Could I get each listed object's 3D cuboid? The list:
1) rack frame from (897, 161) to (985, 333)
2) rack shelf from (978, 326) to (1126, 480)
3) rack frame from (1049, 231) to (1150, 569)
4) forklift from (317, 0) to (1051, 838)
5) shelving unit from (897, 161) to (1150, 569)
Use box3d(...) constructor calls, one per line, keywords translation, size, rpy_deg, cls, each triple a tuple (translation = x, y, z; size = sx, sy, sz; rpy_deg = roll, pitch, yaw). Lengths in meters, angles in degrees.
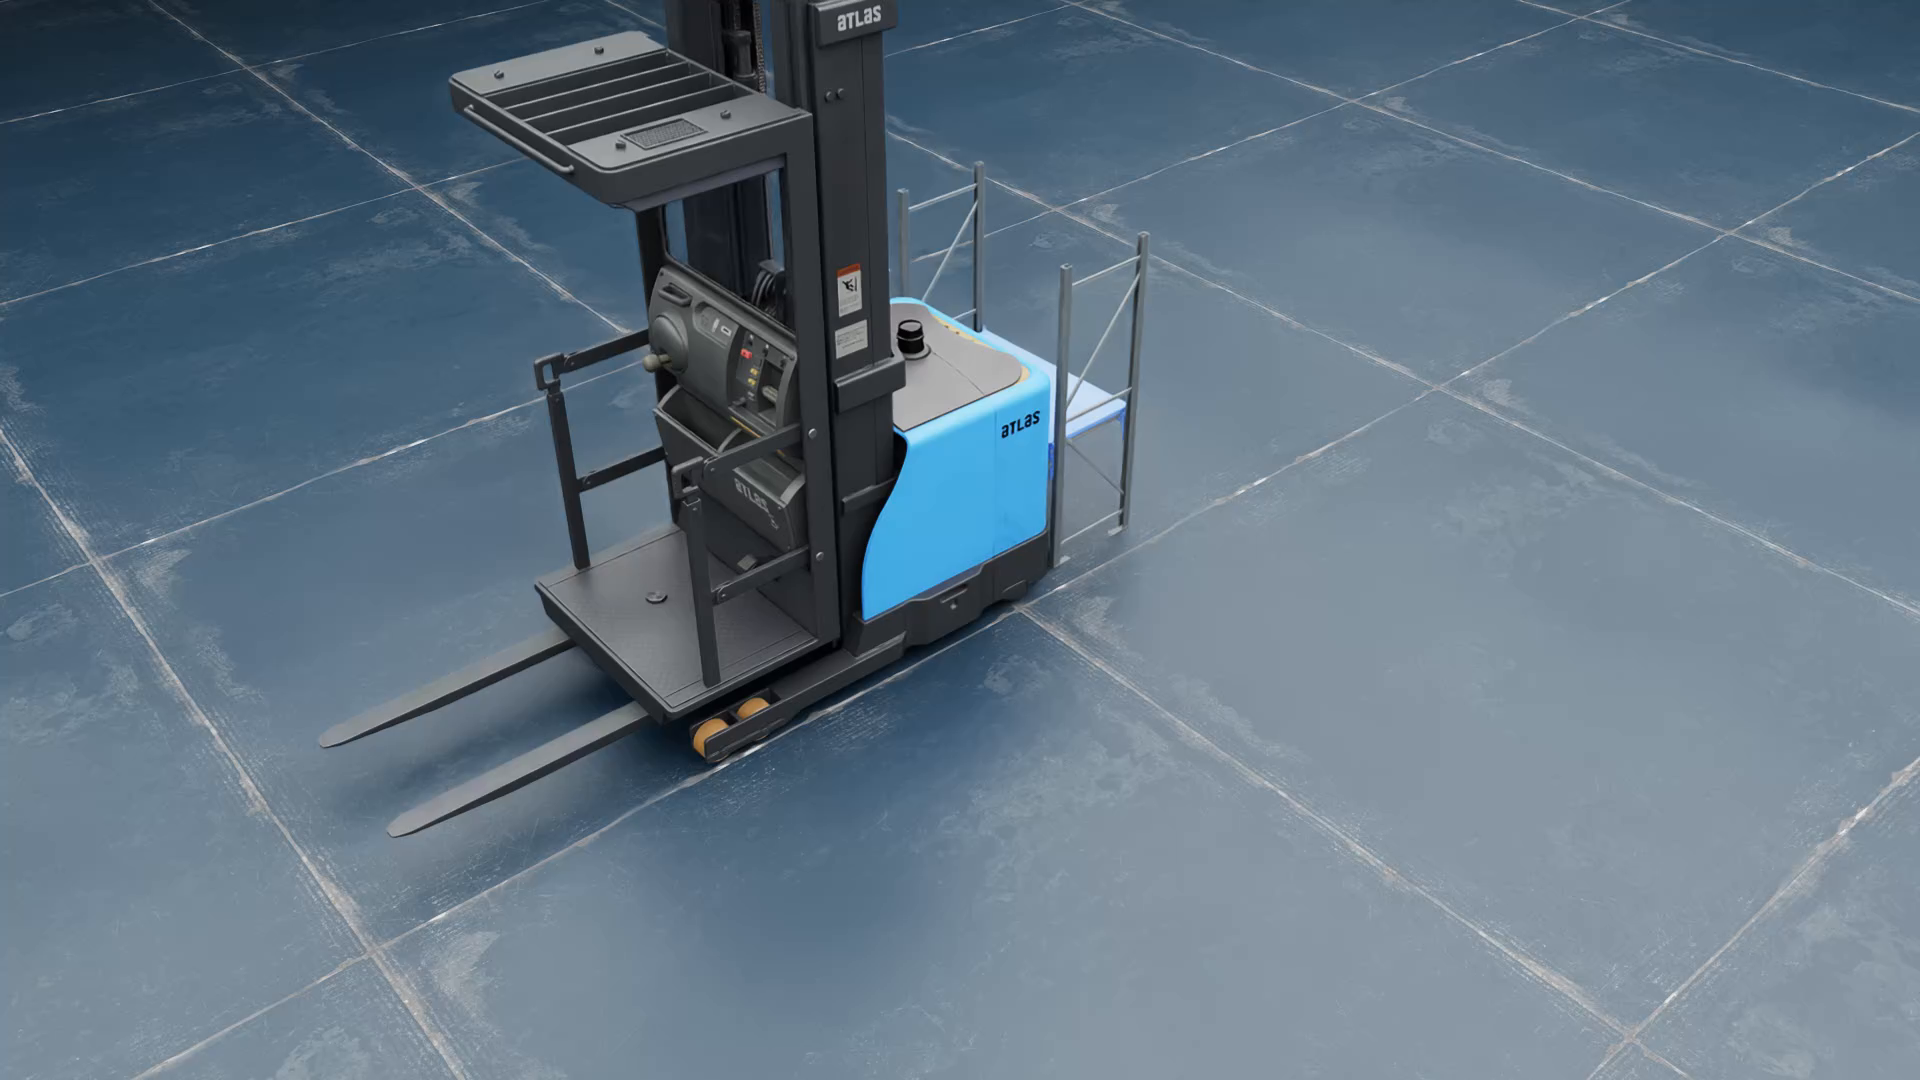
box3d(translation=(-0.082, -1.018, 7.890), size=(0.500, 1.500, 0.032), rpy_deg=(-28, 44, -33), cls="rack frame")
box3d(translation=(0.259, -0.653, 7.686), size=(0.538, 0.185, 1.000), rpy_deg=(-28, 44, -33), cls="rack shelf")
box3d(translation=(0.600, -0.582, 7.274), size=(0.500, 1.500, 0.032), rpy_deg=(-28, 44, -33), cls="rack frame")
box3d(translation=(-1.062, -0.672, 6.162), size=(3.031, 2.935, 1.130), rpy_deg=(-26, 43, -32), cls="forklift")
box3d(translation=(0.259, -0.800, 7.582), size=(0.538, 1.500, 1.048), rpy_deg=(-28, 44, -33), cls="shelving unit")
